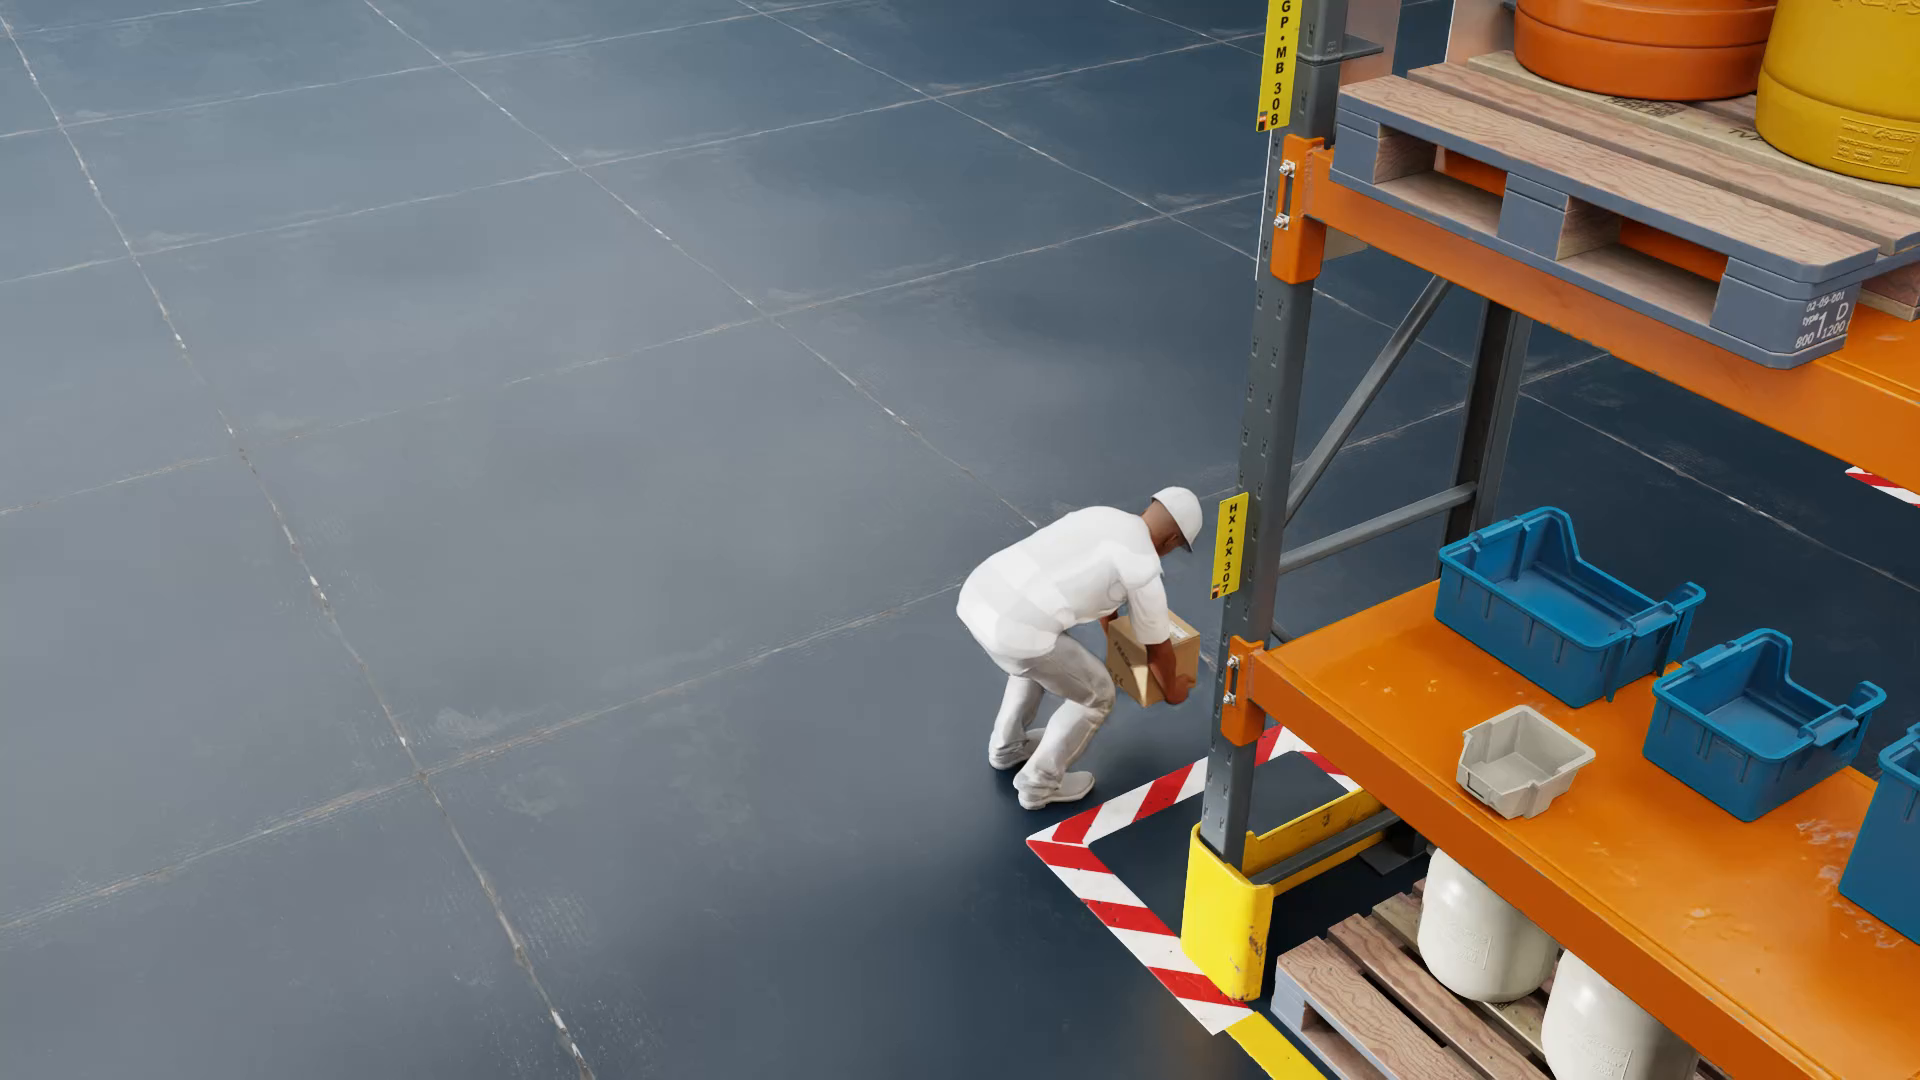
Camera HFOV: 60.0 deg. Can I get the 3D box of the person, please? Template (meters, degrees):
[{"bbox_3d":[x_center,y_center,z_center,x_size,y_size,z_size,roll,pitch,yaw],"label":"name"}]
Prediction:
[{"bbox_3d":[0.458,0.379,6.140,0.965,1.099,0.514,-16,36,-24],"label":"person"}]
